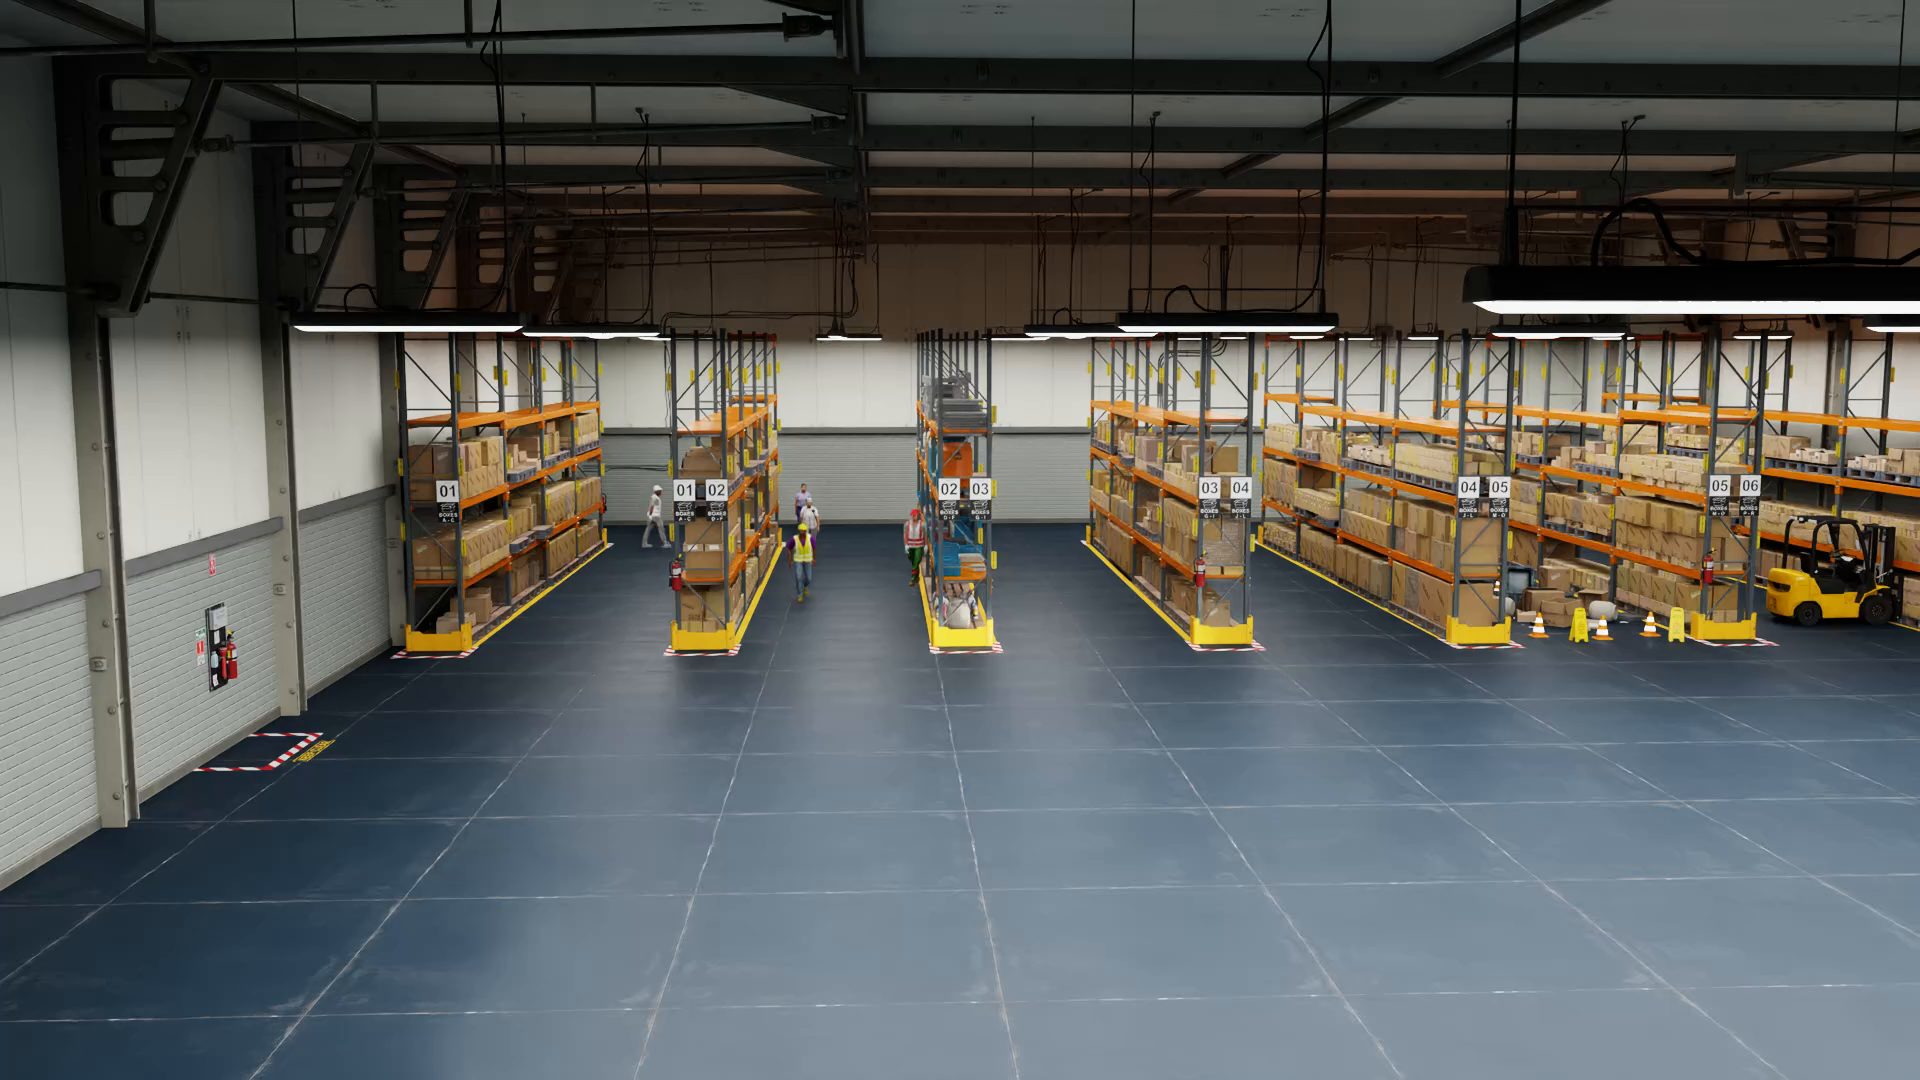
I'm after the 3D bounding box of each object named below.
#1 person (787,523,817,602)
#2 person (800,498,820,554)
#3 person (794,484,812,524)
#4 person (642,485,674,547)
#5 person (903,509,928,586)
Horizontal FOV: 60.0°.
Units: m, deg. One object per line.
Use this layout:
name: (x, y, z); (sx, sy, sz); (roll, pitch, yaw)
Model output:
person: (-3.546, 0.479, 37.259); (0.659, 1.744, 0.657); (-2, 7, -13)
person: (-4.032, -0.340, 44.567); (0.532, 1.604, 1.034); (-1, 7, -6)
person: (-4.628, -0.886, 49.196); (0.508, 1.575, 1.078); (-2, 7, -18)
person: (-8.549, -0.669, 46.783); (0.884, 1.749, 0.508); (-5, 8, -34)
person: (-1.021, 0.156, 37.405); (0.530, 1.734, 1.035); (1, 7, 12)
